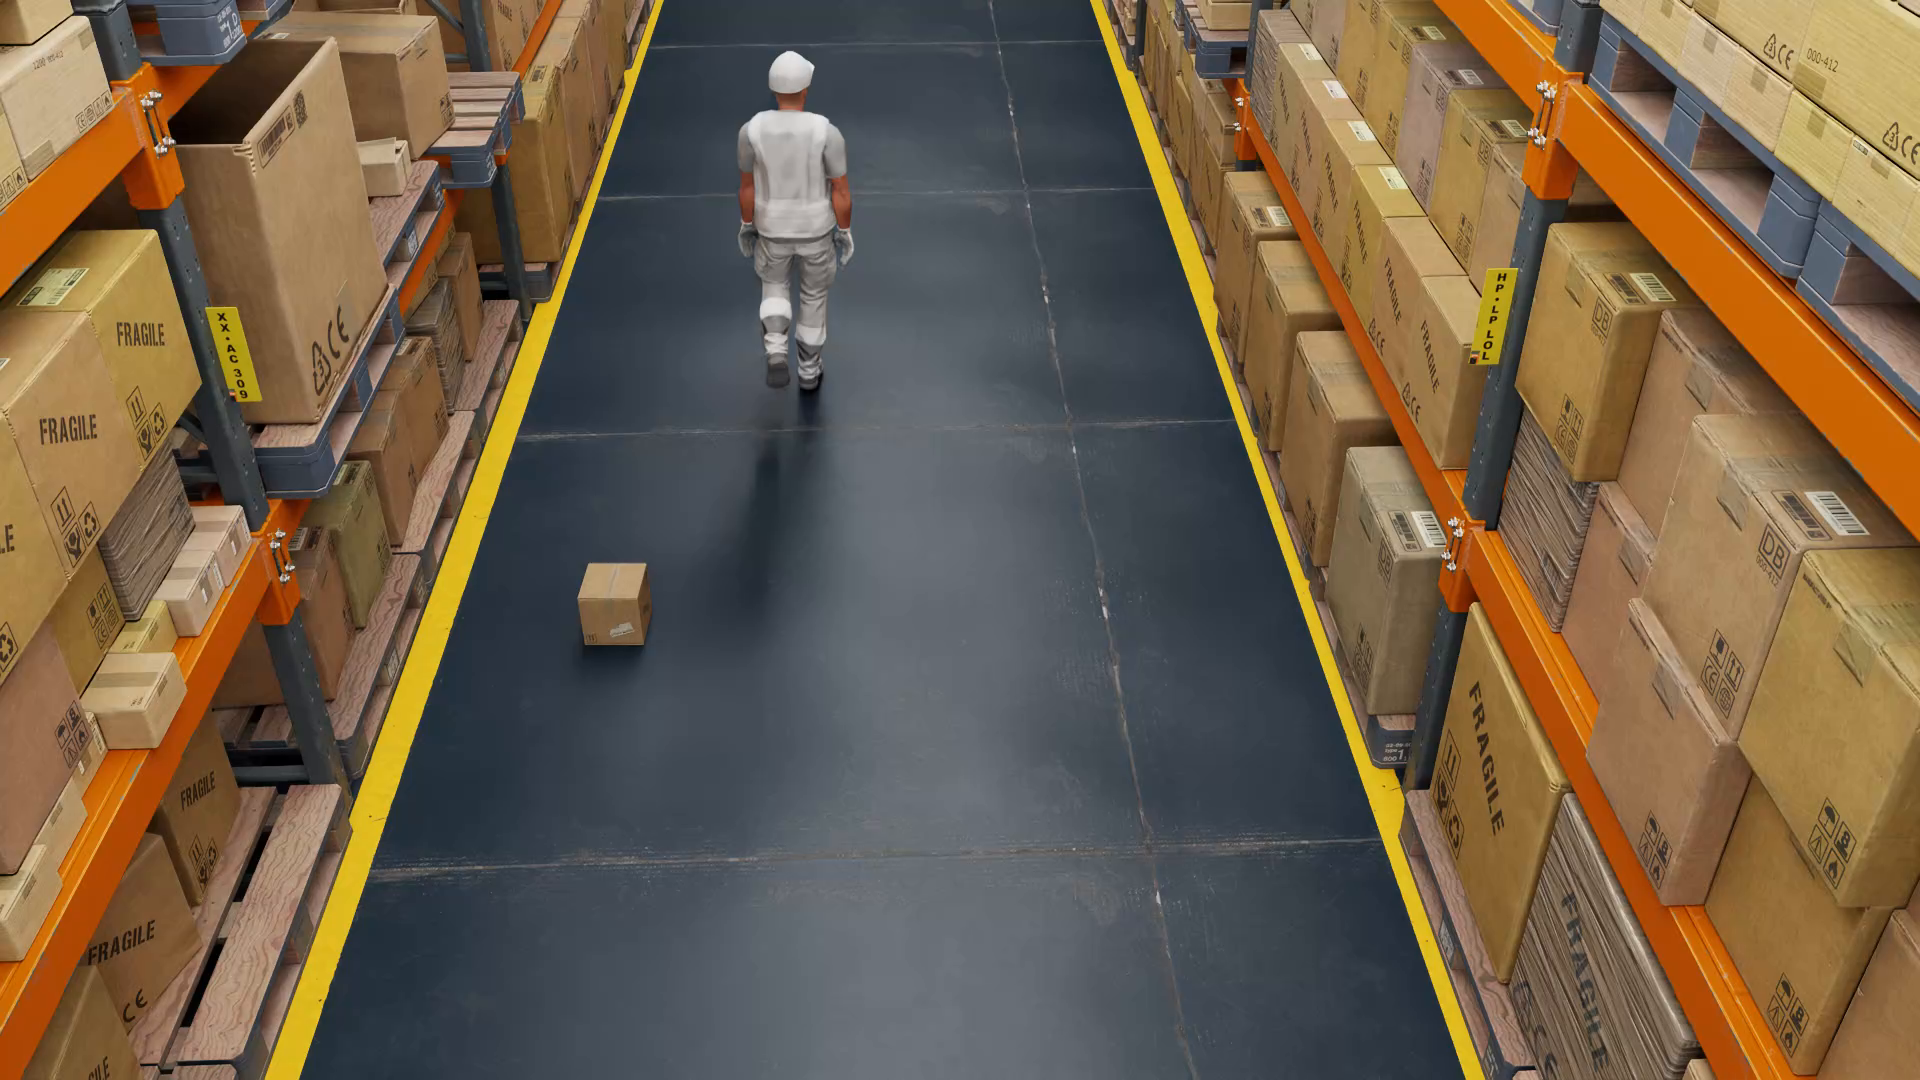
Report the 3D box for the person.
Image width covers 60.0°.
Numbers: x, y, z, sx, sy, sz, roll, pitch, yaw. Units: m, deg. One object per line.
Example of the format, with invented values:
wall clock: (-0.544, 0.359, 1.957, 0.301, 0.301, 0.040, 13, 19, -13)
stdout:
person: (-0.823, -1.534, 8.276, 0.588, 1.781, 0.547, 2, 35, 3)
